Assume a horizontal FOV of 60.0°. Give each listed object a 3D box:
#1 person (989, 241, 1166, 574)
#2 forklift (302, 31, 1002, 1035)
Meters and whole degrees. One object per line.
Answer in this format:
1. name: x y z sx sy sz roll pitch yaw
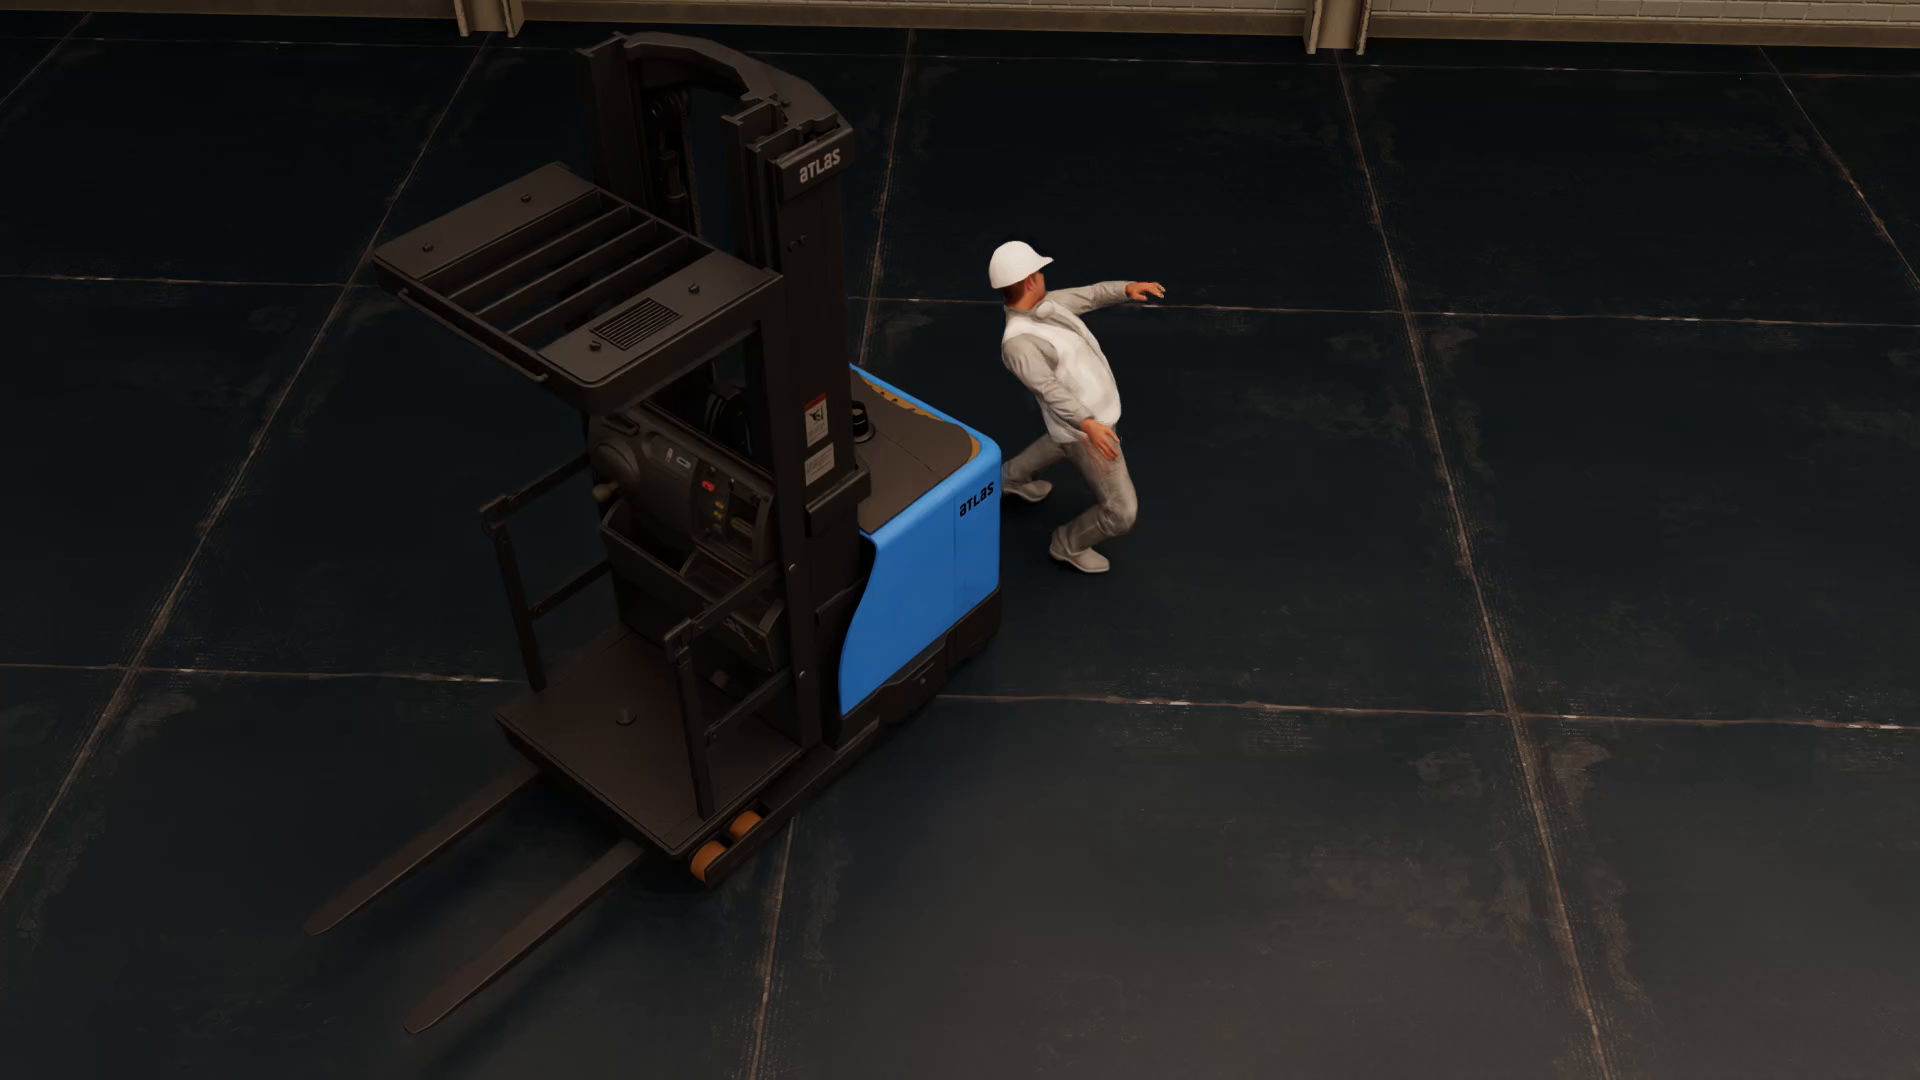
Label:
1. person: 0.509 -0.464 7.312 0.730 1.521 1.024 -3 42 -3
2. forklift: -1.155 -0.136 5.892 1.130 2.935 3.031 30 50 29
